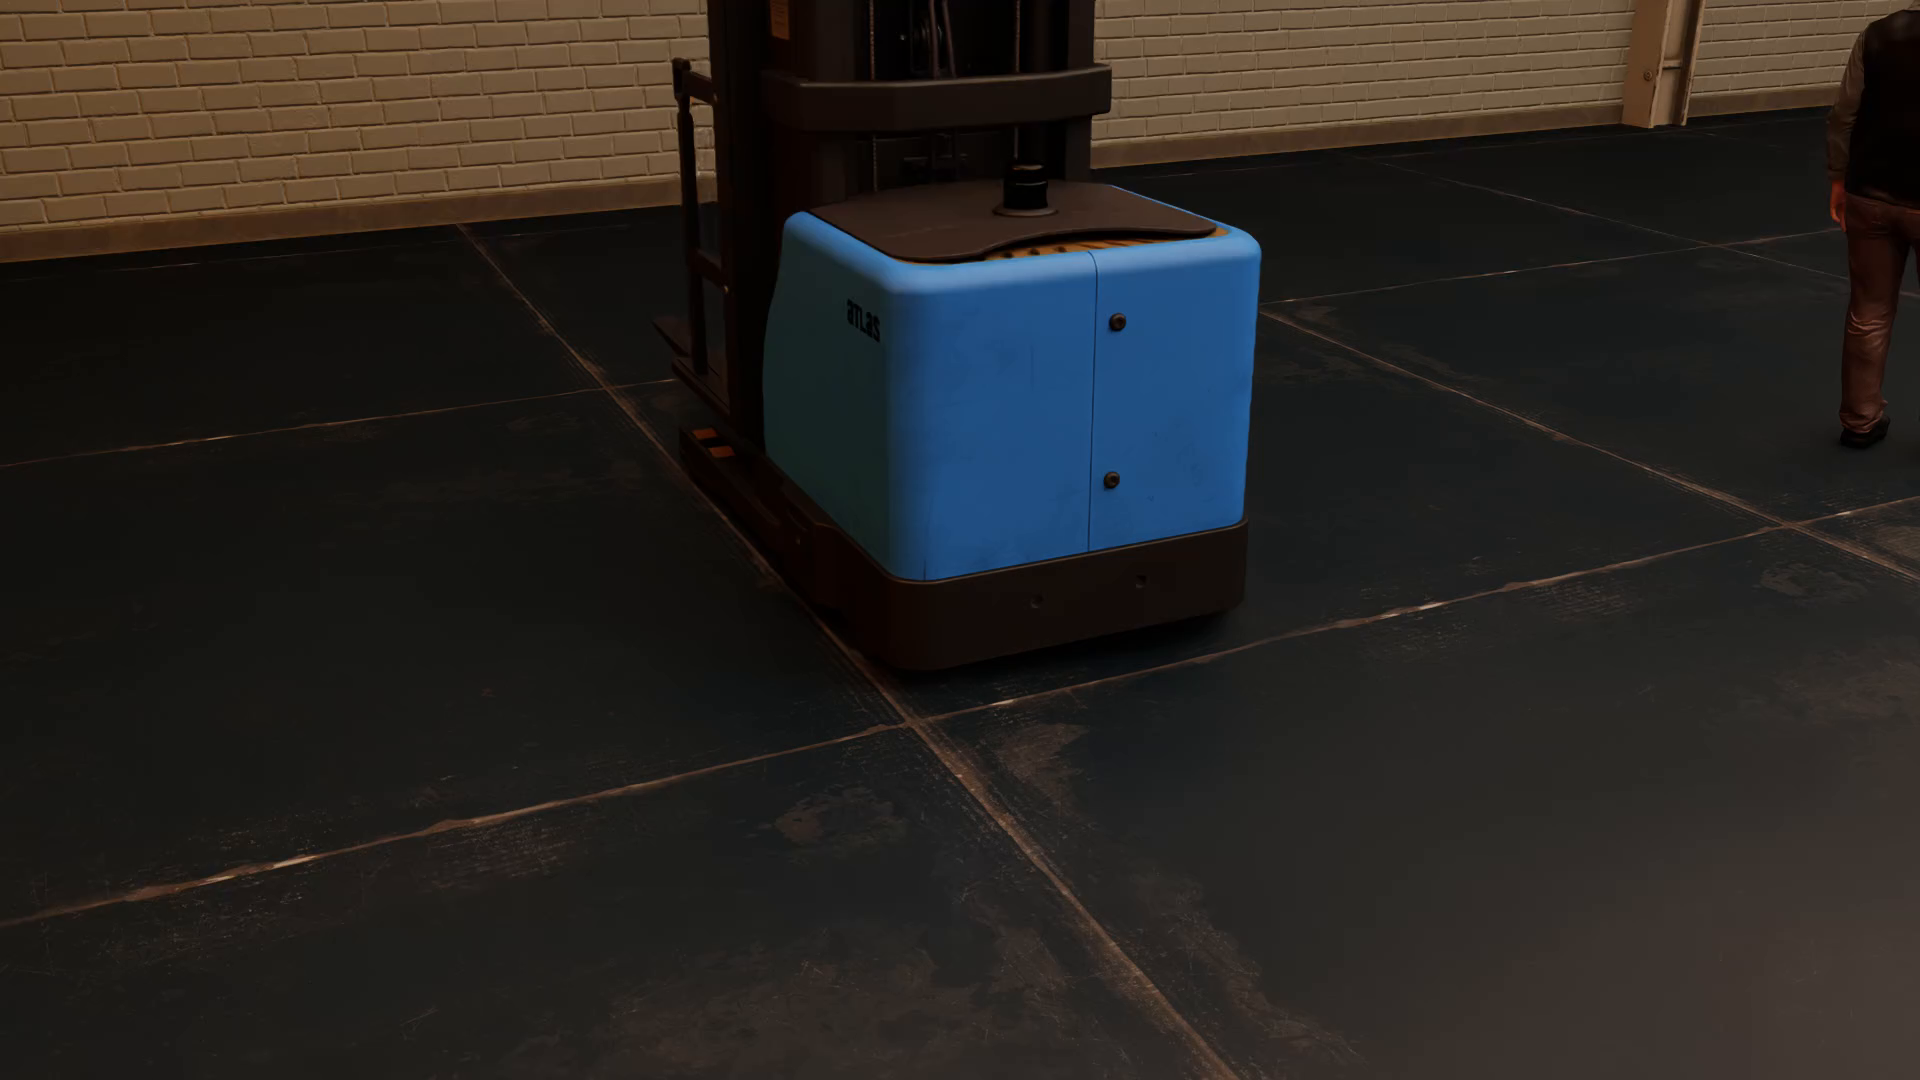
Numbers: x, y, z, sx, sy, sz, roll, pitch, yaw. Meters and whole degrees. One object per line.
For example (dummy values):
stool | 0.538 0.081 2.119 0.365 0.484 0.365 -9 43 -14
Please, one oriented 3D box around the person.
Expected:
person | 3.258 -1.149 5.610 0.569 1.720 0.632 -16 28 -34

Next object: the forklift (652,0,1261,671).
forklift | -0.297 -1.559 5.038 1.130 2.935 3.031 -10 25 -22
